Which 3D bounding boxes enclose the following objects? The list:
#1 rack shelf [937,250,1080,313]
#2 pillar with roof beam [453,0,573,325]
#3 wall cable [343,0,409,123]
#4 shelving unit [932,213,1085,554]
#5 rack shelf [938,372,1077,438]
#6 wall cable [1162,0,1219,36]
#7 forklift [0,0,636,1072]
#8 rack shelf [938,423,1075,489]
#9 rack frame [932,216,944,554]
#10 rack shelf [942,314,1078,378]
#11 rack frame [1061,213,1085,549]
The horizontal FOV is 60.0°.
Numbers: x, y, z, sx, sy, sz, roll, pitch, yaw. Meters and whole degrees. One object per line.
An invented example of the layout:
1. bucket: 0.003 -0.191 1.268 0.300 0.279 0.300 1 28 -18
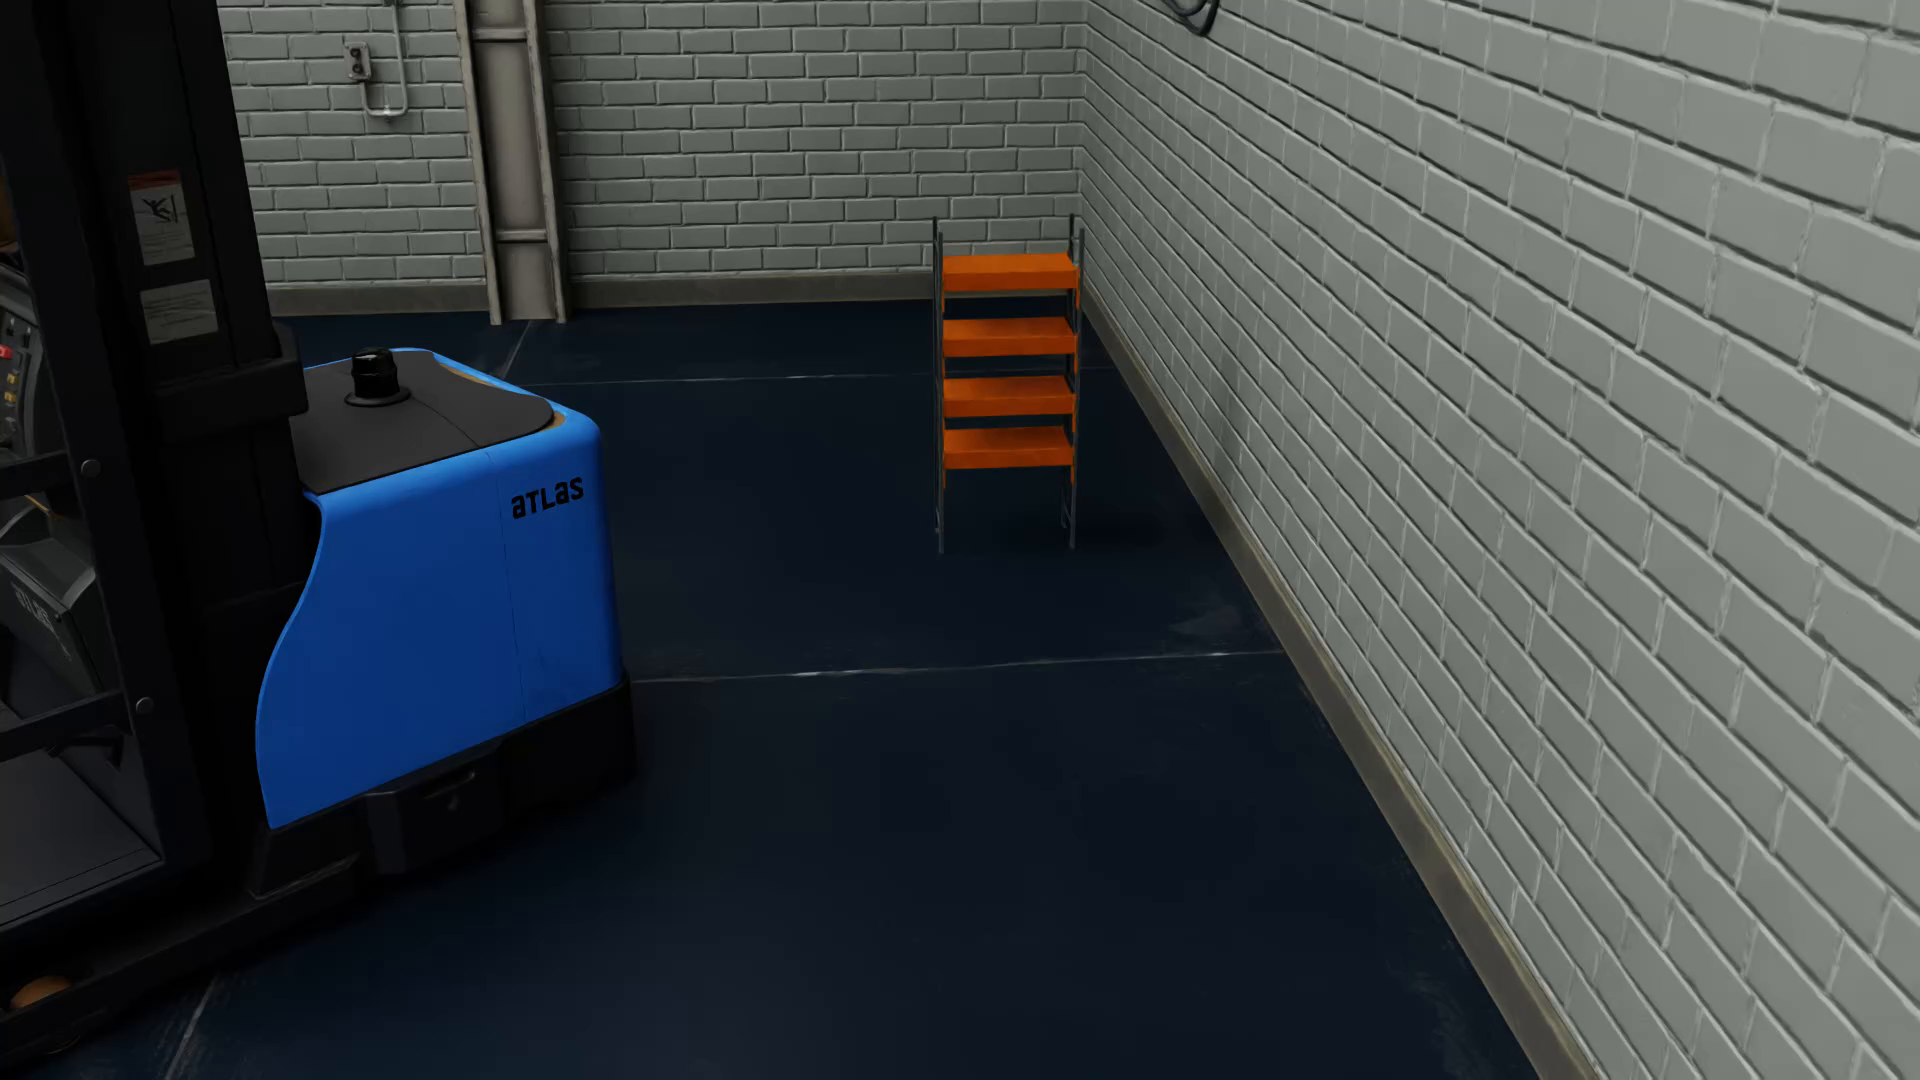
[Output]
1. rack shelf: 0.165 -0.914 5.862 0.480 0.148 0.258 -2 24 -5
2. pillar with roof beam: -1.881 -3.582 3.229 0.400 9.000 9.100 -2 24 -5
3. wall cable: -3.725 -3.021 8.102 1.851 1.984 0.084 -2 24 -5
4. shelving unit: 0.165 -0.555 6.021 0.503 1.200 0.258 -2 24 -5
5. rack shelf: 0.165 -0.493 6.048 0.480 0.148 0.258 -2 24 -5
6. wall cable: 0.758 -3.527 6.929 0.112 2.526 3.097 -2 24 -5
7. forklift: -2.311 -0.381 3.498 1.130 2.935 3.031 22 32 40
8. rack shelf: 0.165 -0.312 6.129 0.480 0.148 0.258 -2 24 -5
9. rack frame: -0.078 -0.545 5.999 0.015 1.200 0.240 -2 24 -5
10. rack shelf: 0.165 -0.698 5.958 0.480 0.148 0.258 -2 24 -5
11. rack frame: 0.408 -0.565 6.043 0.015 1.200 0.240 -2 24 -5
